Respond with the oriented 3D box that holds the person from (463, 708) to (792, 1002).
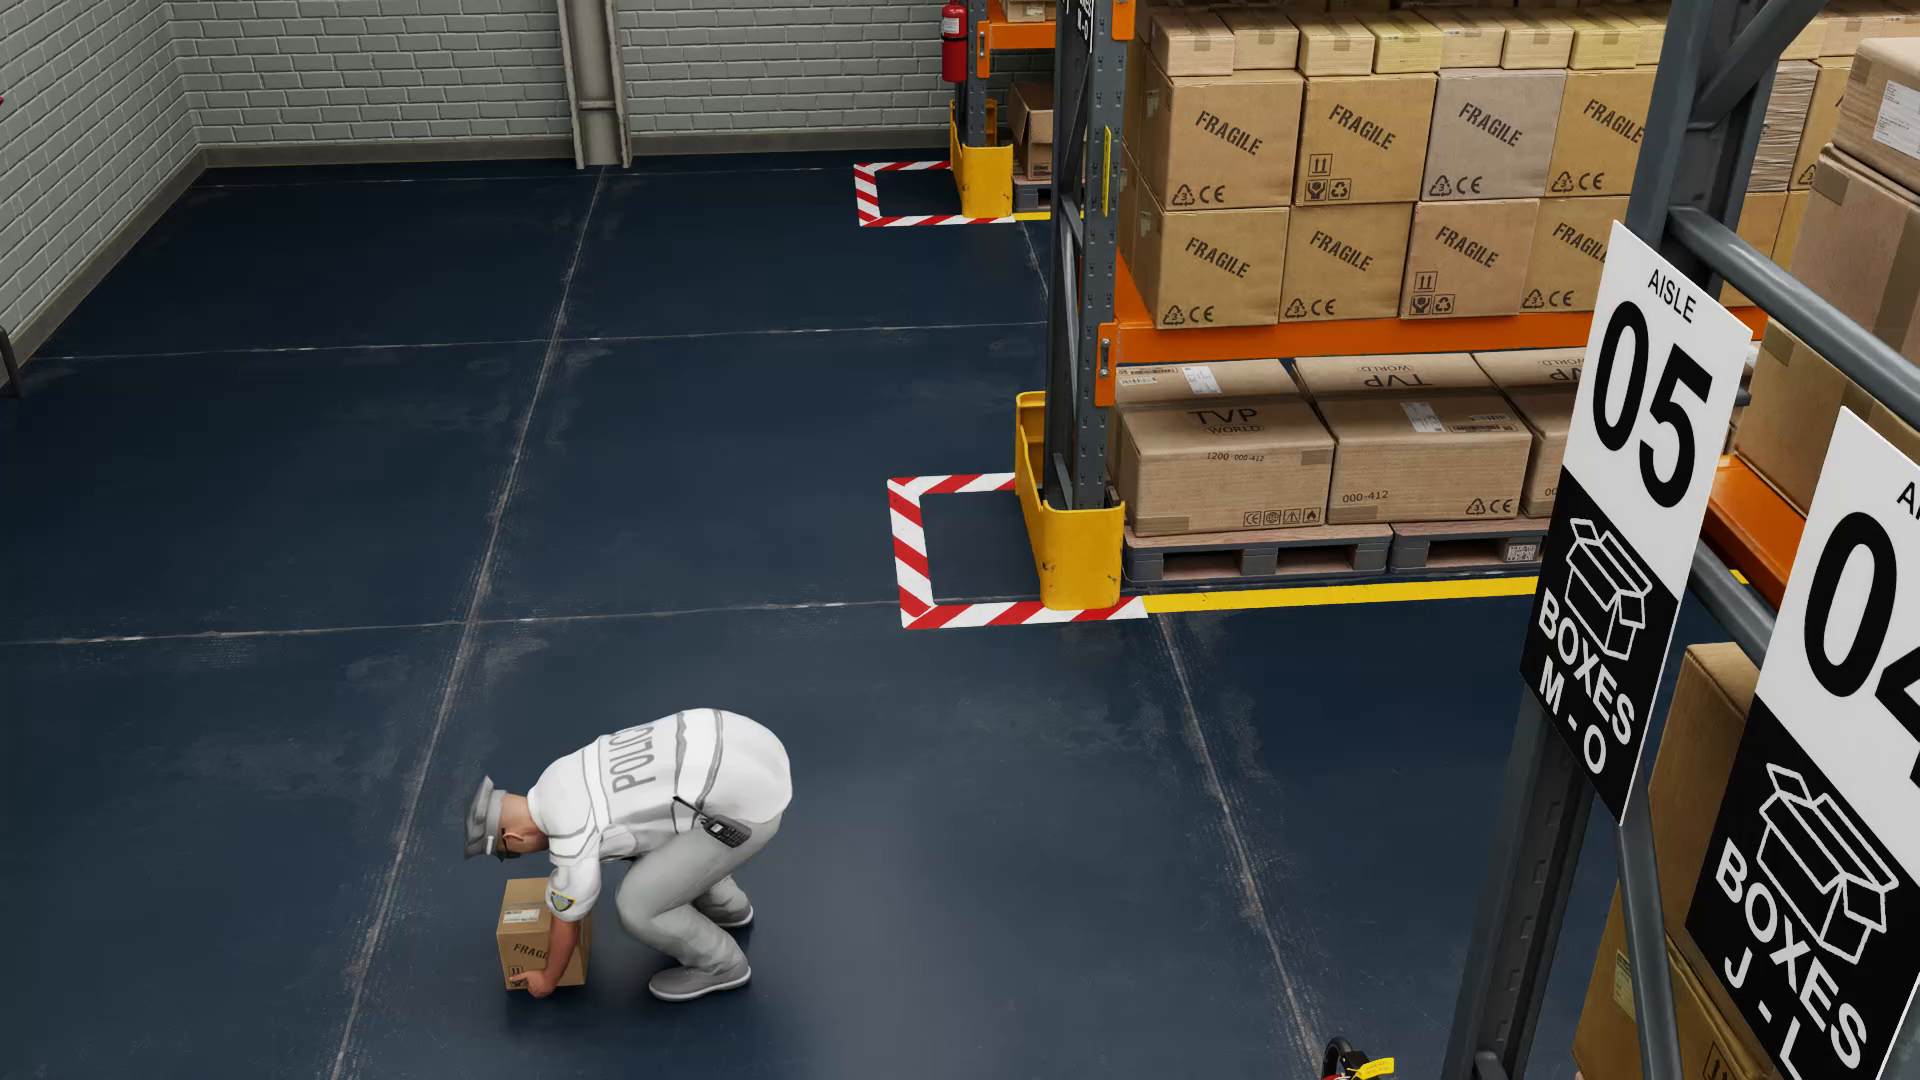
[{"bbox_3d":[-1.036,1.002,5.281,1.026,0.920,0.545,-4,31,-7],"label":"person"}]
